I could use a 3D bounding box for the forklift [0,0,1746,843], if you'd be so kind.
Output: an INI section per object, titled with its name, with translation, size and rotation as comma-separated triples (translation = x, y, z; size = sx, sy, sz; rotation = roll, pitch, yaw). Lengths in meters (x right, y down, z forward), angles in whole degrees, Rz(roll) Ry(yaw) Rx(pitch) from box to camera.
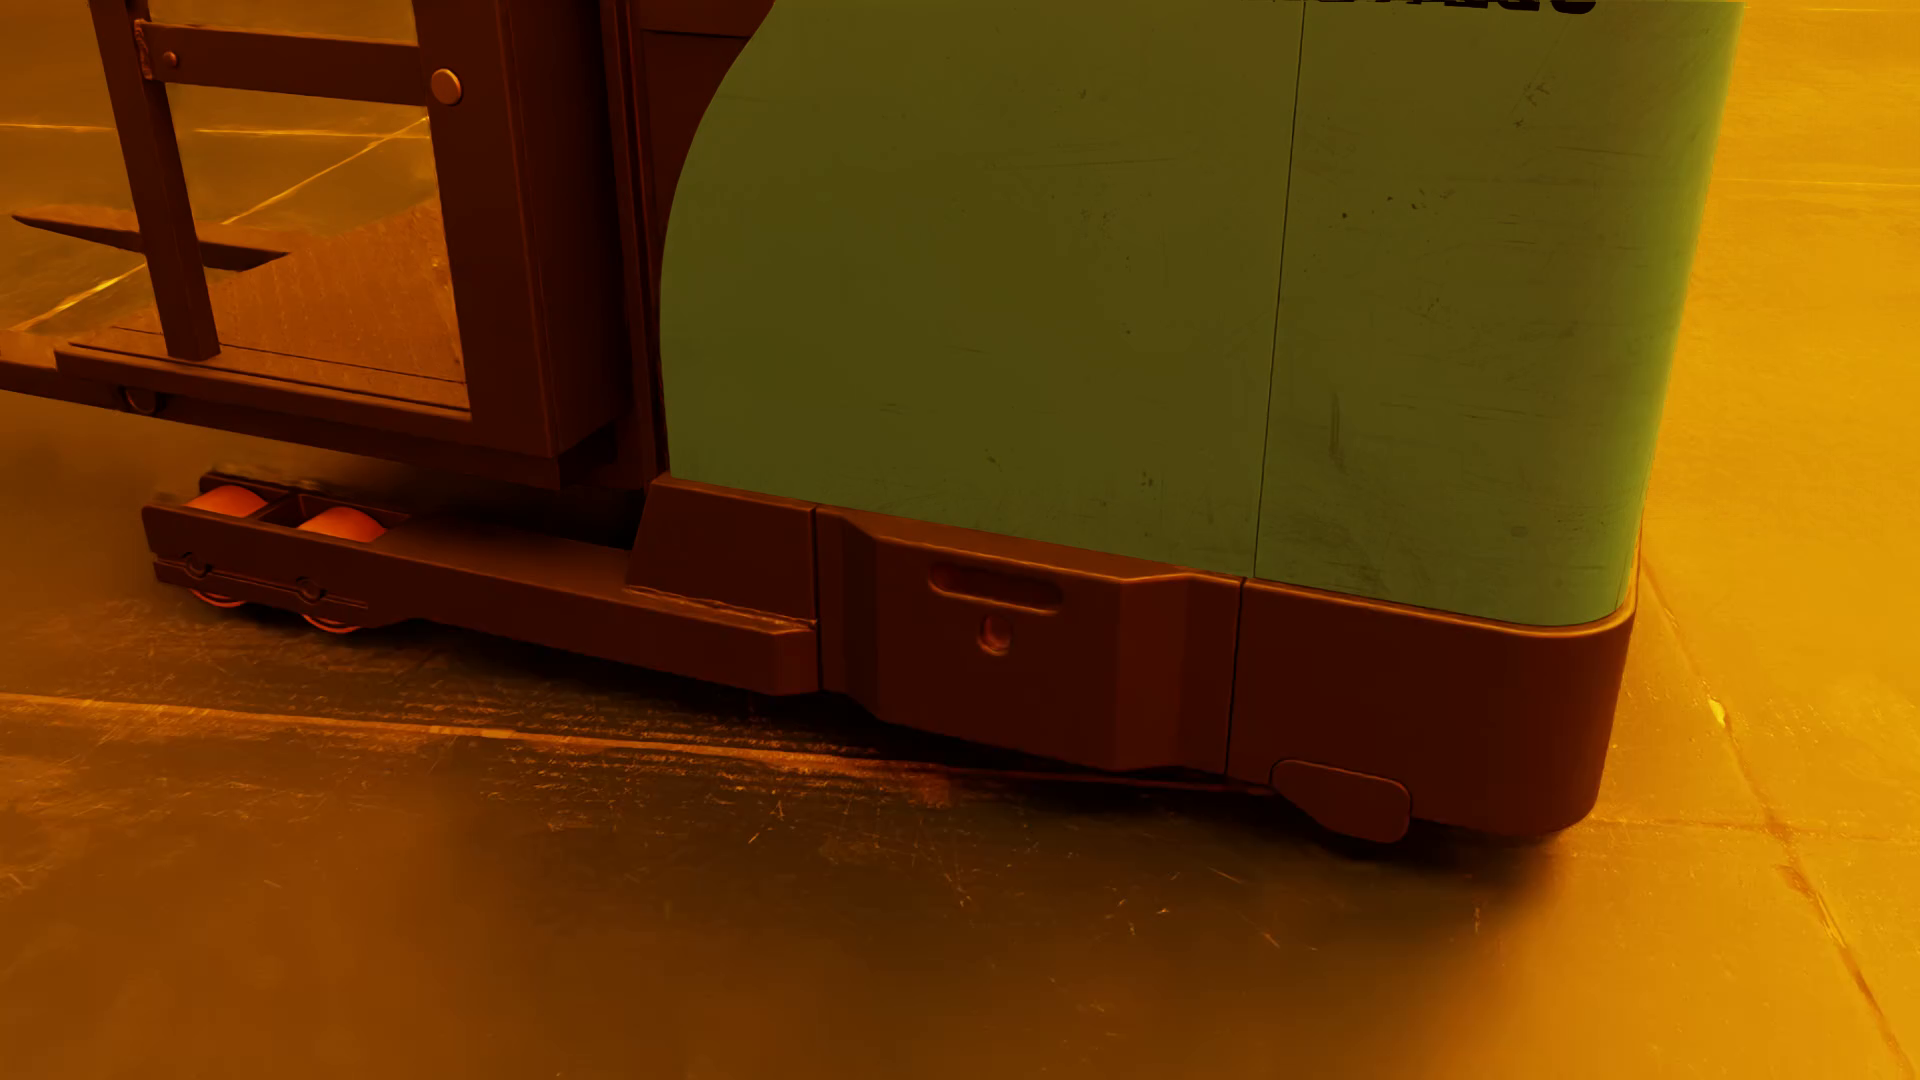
[forklift]
translation = -0.573, -1.392, 2.008
size = 3.031, 2.935, 1.130
rotation = 10, 28, 19
